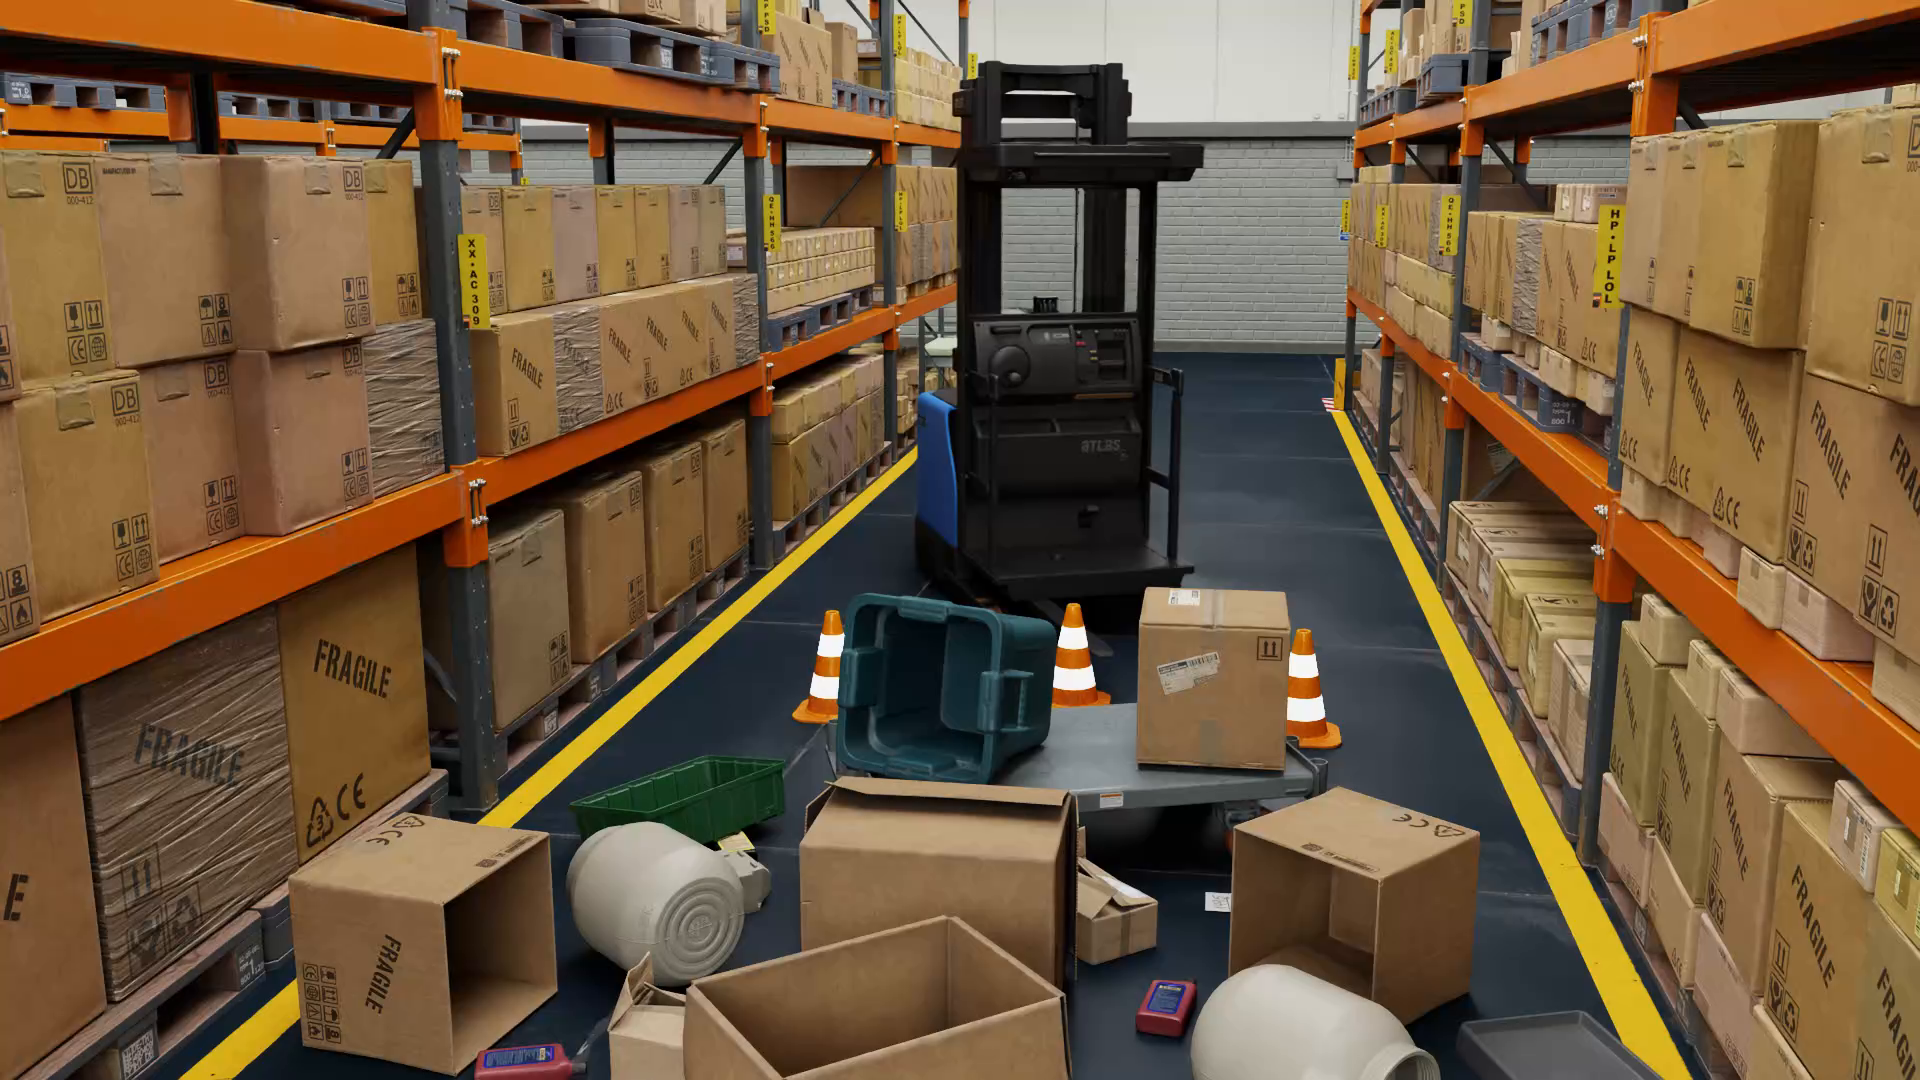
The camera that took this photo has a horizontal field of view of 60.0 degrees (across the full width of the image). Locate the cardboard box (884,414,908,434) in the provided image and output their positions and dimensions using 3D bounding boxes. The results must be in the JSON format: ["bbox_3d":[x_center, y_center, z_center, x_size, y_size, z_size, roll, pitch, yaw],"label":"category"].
[{"bbox_3d":[-0.656,-1.009,14.325,0.380,0.149,0.250,1,12,6],"label":"cardboard box"}]

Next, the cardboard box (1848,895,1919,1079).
[{"bbox_3d":[1.974,0.994,3.012,0.500,0.500,0.500,2,12,11],"label":"cardboard box"}]

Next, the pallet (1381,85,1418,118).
[{"bbox_3d":[4.014,-3.585,13.601,1.003,0.211,1.213,2,12,9],"label":"pallet"}]

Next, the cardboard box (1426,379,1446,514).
[{"bbox_3d":[3.592,-0.653,10.950,0.875,0.875,0.875,2,12,9],"label":"cardboard box"}]

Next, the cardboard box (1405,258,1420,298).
[{"bbox_3d":[3.299,-1.762,11.219,0.500,0.250,0.500,2,12,7],"label":"cardboard box"}]

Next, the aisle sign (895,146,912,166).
[{"bbox_3d":[-0.699,-4.260,17.471,0.394,0.787,0.004,2,12,9],"label":"aisle sign"}]

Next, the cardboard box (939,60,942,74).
[{"bbox_3d":[-0.381,-4.507,15.890,0.380,0.149,0.250,2,12,7],"label":"cardboard box"}]

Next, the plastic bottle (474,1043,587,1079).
[{"bbox_3d":[-1.130,1.391,4.395,0.283,0.061,0.133,-2,12,-11],"label":"plastic bottle"}]

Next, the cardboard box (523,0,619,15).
[{"bbox_3d":[-1.762,-2.504,7.457,0.396,0.266,0.258,2,12,9],"label":"cardboard box"}]

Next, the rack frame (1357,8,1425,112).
[{"bbox_3d":[4.493,-5.758,16.351,1.000,3.000,0.127,2,12,9],"label":"rack frame"}]

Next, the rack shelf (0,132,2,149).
[{"bbox_3d":[-6.837,-2.179,8.573,1.077,0.370,4.000,2,12,9],"label":"rack shelf"}]

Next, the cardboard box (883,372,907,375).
[{"bbox_3d":[-0.680,-1.409,14.769,0.380,0.149,0.250,2,12,8],"label":"cardboard box"}]

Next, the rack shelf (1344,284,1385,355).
[{"bbox_3d":[4.185,-2.057,15.127,1.077,0.370,4.000,2,12,9],"label":"rack shelf"}]

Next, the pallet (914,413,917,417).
[{"bbox_3d":[-0.776,-1.164,15.895,1.003,0.211,1.213,2,12,9],"label":"pallet"}]

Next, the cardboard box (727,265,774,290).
[{"bbox_3d":[-1.372,-1.621,10.289,0.380,0.149,0.250,2,12,11],"label":"cardboard box"}]

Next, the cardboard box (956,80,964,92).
[{"bbox_3d":[-0.234,-4.498,16.793,0.500,0.250,0.500,1,12,7],"label":"cardboard box"}]

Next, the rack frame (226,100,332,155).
[{"bbox_3d":[-5.915,-2.314,14.609,1.000,3.000,0.127,2,12,9],"label":"rack frame"}]

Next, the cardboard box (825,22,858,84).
[{"bbox_3d":[-1.196,-3.777,13.045,0.700,0.500,0.500,2,12,9],"label":"cardboard box"}]

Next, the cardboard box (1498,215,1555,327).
[{"bbox_3d":[2.816,-1.254,7.751,0.500,0.500,0.500,2,12,10],"label":"cardboard box"}]

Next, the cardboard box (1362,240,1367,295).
[{"bbox_3d":[3.928,-2.467,15.084,0.500,0.500,0.500,2,12,11],"label":"cardboard box"}]

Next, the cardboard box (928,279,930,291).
[{"bbox_3d":[-0.495,-2.444,15.809,0.380,0.149,0.250,2,12,10],"label":"cardboard box"}]

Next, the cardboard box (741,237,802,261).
[{"bbox_3d":[-1.260,-1.924,10.991,0.380,0.149,0.250,1,12,6],"label":"cardboard box"}]

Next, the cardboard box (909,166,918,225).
[{"bbox_3d":[-0.654,-3.009,14.520,0.500,0.500,0.500,2,12,7],"label":"cardboard box"}]

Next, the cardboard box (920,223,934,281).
[{"bbox_3d":[-0.522,-2.628,15.124,0.500,0.500,0.500,2,12,7],"label":"cardboard box"}]

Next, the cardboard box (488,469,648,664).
[{"bbox_3d":[-2.101,0.095,7.775,1.050,0.750,0.750,2,12,9],"label":"cardboard box"}]

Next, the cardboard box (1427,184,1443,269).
[{"bbox_3d":[3.154,-1.921,10.175,0.500,0.500,0.500,2,12,10],"label":"cardboard box"}]

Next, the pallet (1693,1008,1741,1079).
[{"bbox_3d":[2.393,1.432,3.849,1.003,0.211,1.213,2,12,9],"label":"pallet"}]

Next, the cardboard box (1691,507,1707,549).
[{"bbox_3d":[2.283,-0.039,4.649,0.380,0.149,0.250,2,12,8],"label":"cardboard box"}]

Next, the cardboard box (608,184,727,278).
[{"bbox_3d":[-1.723,-1.744,9.354,0.700,0.500,0.500,2,12,8],"label":"cardboard box"}]

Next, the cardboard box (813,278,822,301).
[{"bbox_3d":[-1.174,-1.744,11.567,0.380,0.149,0.250,2,12,9],"label":"cardboard box"}]

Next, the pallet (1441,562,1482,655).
[{"bbox_3d":[3.141,0.366,8.794,1.003,0.211,1.213,2,12,9],"label":"pallet"}]

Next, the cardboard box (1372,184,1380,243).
[{"bbox_3d":[3.763,-2.743,13.989,0.500,0.500,0.500,2,12,8],"label":"cardboard box"}]

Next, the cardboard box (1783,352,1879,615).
[{"bbox_3d":[2.102,-0.124,3.504,0.500,0.500,0.500,2,12,9],"label":"cardboard box"}]

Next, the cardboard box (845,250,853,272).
[{"bbox_3d":[-1.013,-2.107,12.544,0.380,0.149,0.250,1,12,7],"label":"cardboard box"}]

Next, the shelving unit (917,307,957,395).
[{"bbox_3d":[-0.001,-0.732,10.829,0.431,1.500,0.755,2,12,9],"label":"shelving unit"}]

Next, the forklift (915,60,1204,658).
[{"bbox_3d":[0.584,-1.015,8.748,1.130,2.935,3.031,-3,13,-14],"label":"forklift"}]

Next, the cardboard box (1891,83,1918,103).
[{"bbox_3d":[9.059,-4.120,15.521,0.500,0.250,0.500,2,12,8],"label":"cardboard box"}]

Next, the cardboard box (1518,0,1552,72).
[{"bbox_3d":[3.107,-2.478,8.015,0.700,0.500,0.500,2,12,9],"label":"cardboard box"}]

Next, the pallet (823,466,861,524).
[{"bbox_3d":[-1.333,-0.352,12.125,1.003,0.211,1.213,2,12,9],"label":"pallet"}]

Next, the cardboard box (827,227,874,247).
[{"bbox_3d":[-0.898,-2.415,13.268,0.380,0.149,0.250,2,12,11],"label":"cardboard box"}]

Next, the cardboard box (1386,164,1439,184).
[{"bbox_3d":[3.610,-2.922,13.280,0.380,0.149,0.250,2,12,7],"label":"cardboard box"}]

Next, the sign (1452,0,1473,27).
[{"bbox_3d":[2.715,-2.937,8.968,0.100,0.325,0.005,2,12,9],"label":"sign"}]

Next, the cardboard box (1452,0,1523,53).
[{"bbox_3d":[3.171,-2.965,9.271,0.797,0.503,0.637,1,12,5],"label":"cardboard box"}]

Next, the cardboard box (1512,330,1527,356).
[{"bbox_3d":[2.842,-0.958,7.919,0.380,0.149,0.250,3,12,12],"label":"cardboard box"}]

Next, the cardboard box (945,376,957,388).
[{"bbox_3d":[-0.228,-1.603,17.082,0.380,0.149,0.250,2,12,10],"label":"cardboard box"}]

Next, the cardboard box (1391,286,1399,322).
[{"bbox_3d":[3.471,-1.728,12.249,0.500,0.250,0.500,2,12,7],"label":"cardboard box"}]

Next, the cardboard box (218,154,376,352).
[{"bbox_3d":[-2.320,-0.874,5.009,0.875,0.550,0.550,2,12,9],"label":"cardboard box"}]

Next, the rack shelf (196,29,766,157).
[{"bbox_3d":[-1.952,-1.998,7.730,1.077,0.370,4.000,2,12,9],"label":"rack shelf"}]

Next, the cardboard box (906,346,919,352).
[{"bbox_3d":[-0.341,-1.898,17.039,0.380,0.149,0.250,2,12,10],"label":"cardboard box"}]

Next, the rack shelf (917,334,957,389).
[{"bbox_3d":[-0.001,-1.113,10.747,0.431,0.370,0.720,2,12,9],"label":"rack shelf"}]

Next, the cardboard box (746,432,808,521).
[{"bbox_3d":[-1.284,-0.422,10.766,0.500,0.500,0.500,1,12,6],"label":"cardboard box"}]

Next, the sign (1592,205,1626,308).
[{"bbox_3d":[2.098,-0.910,5.350,0.100,0.325,0.005,2,12,9],"label":"sign"}]

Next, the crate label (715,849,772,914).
[{"bbox_3d":[-0.779,1.124,5.453,0.298,0.136,0.250,-7,14,-30],"label":"crate label"}]
